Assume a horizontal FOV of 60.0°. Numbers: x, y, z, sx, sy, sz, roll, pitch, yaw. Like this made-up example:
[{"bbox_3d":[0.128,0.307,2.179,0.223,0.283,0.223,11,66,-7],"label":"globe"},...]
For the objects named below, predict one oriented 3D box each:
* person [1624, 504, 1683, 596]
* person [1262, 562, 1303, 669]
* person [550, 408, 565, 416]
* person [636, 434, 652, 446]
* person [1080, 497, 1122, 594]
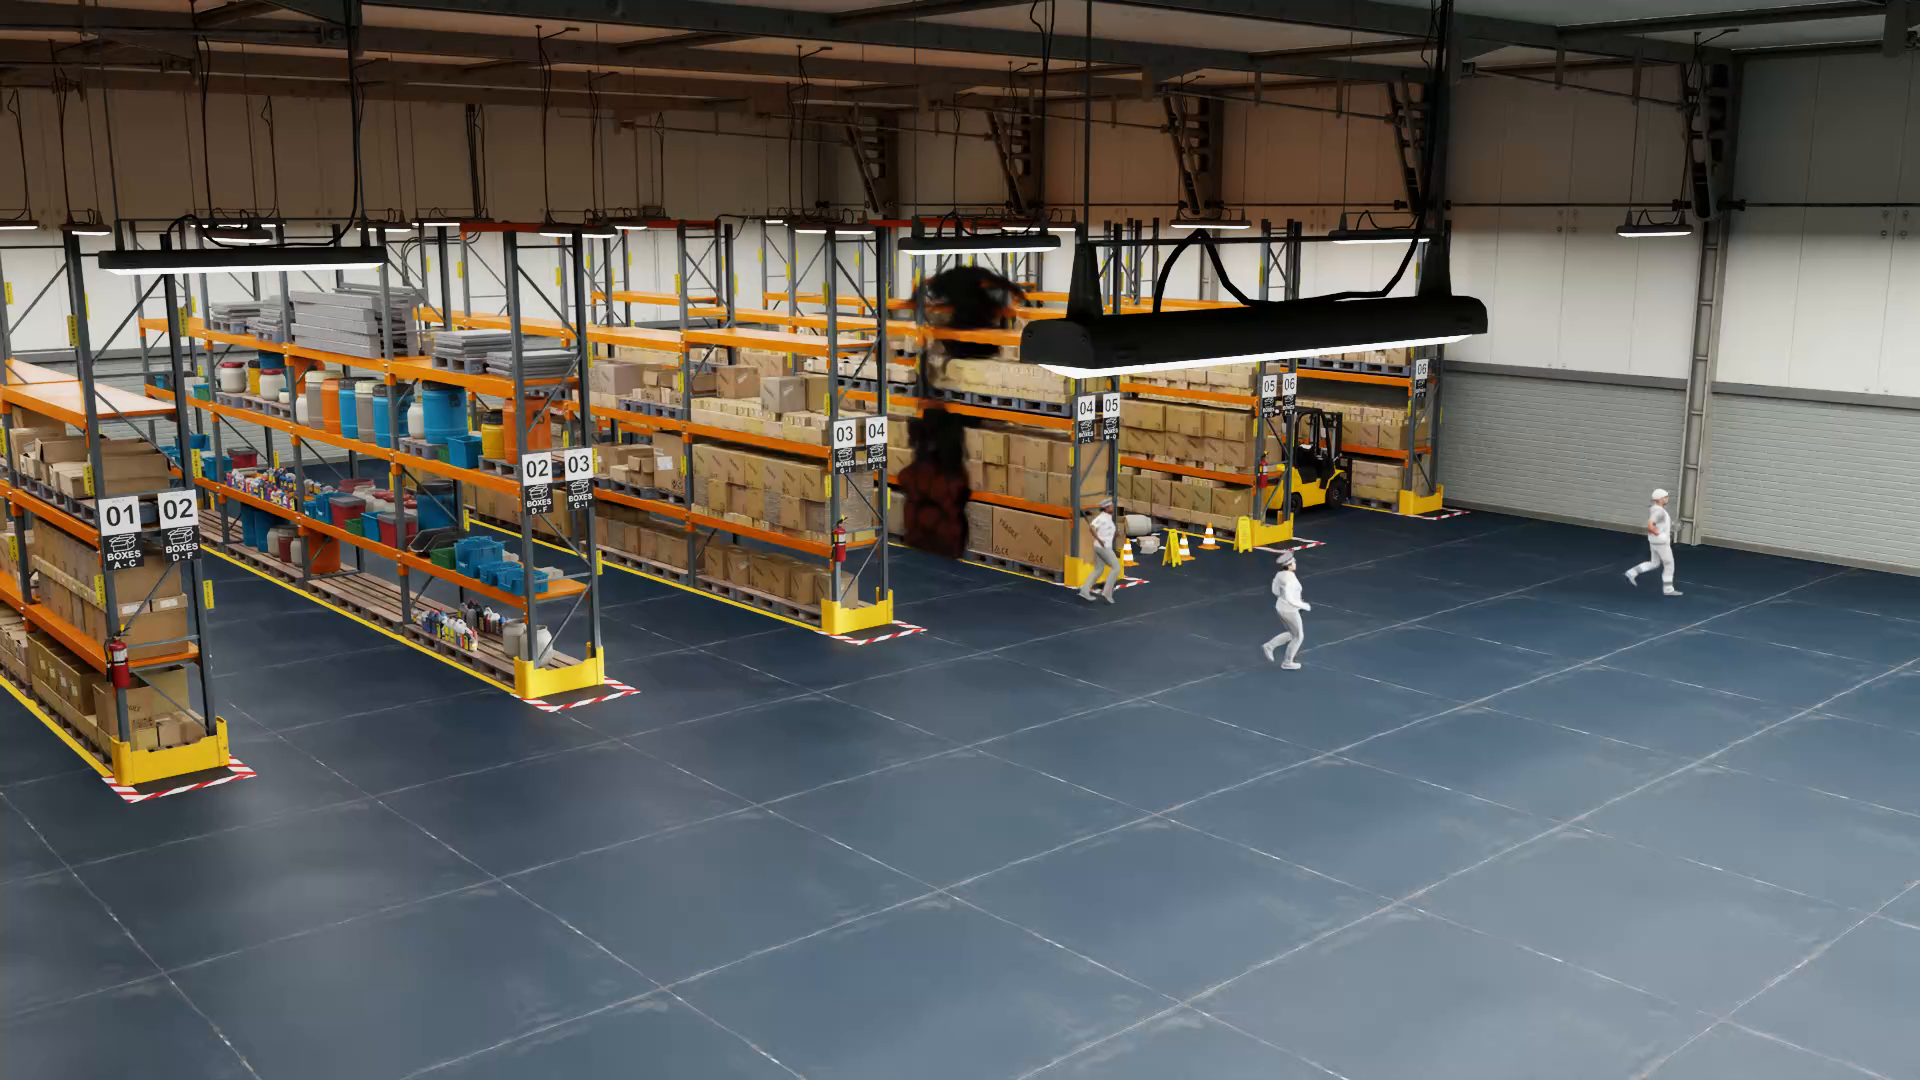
[{"bbox_3d":[11.410,0.158,27.241,0.914,1.518,0.636,3,12,15],"label":"person"},{"bbox_3d":[4.483,1.002,22.882,0.499,1.586,0.613,-2,12,-9],"label":"person"},{"bbox_3d":[-9.610,-2.641,39.656,0.718,1.502,0.588,5,13,24],"label":"person"},{"bbox_3d":[-7.794,-2.786,41.292,0.611,1.711,0.582,2,12,12],"label":"person"},{"bbox_3d":[2.273,0.087,26.886,0.660,1.559,0.550,0,11,2],"label":"person"}]
